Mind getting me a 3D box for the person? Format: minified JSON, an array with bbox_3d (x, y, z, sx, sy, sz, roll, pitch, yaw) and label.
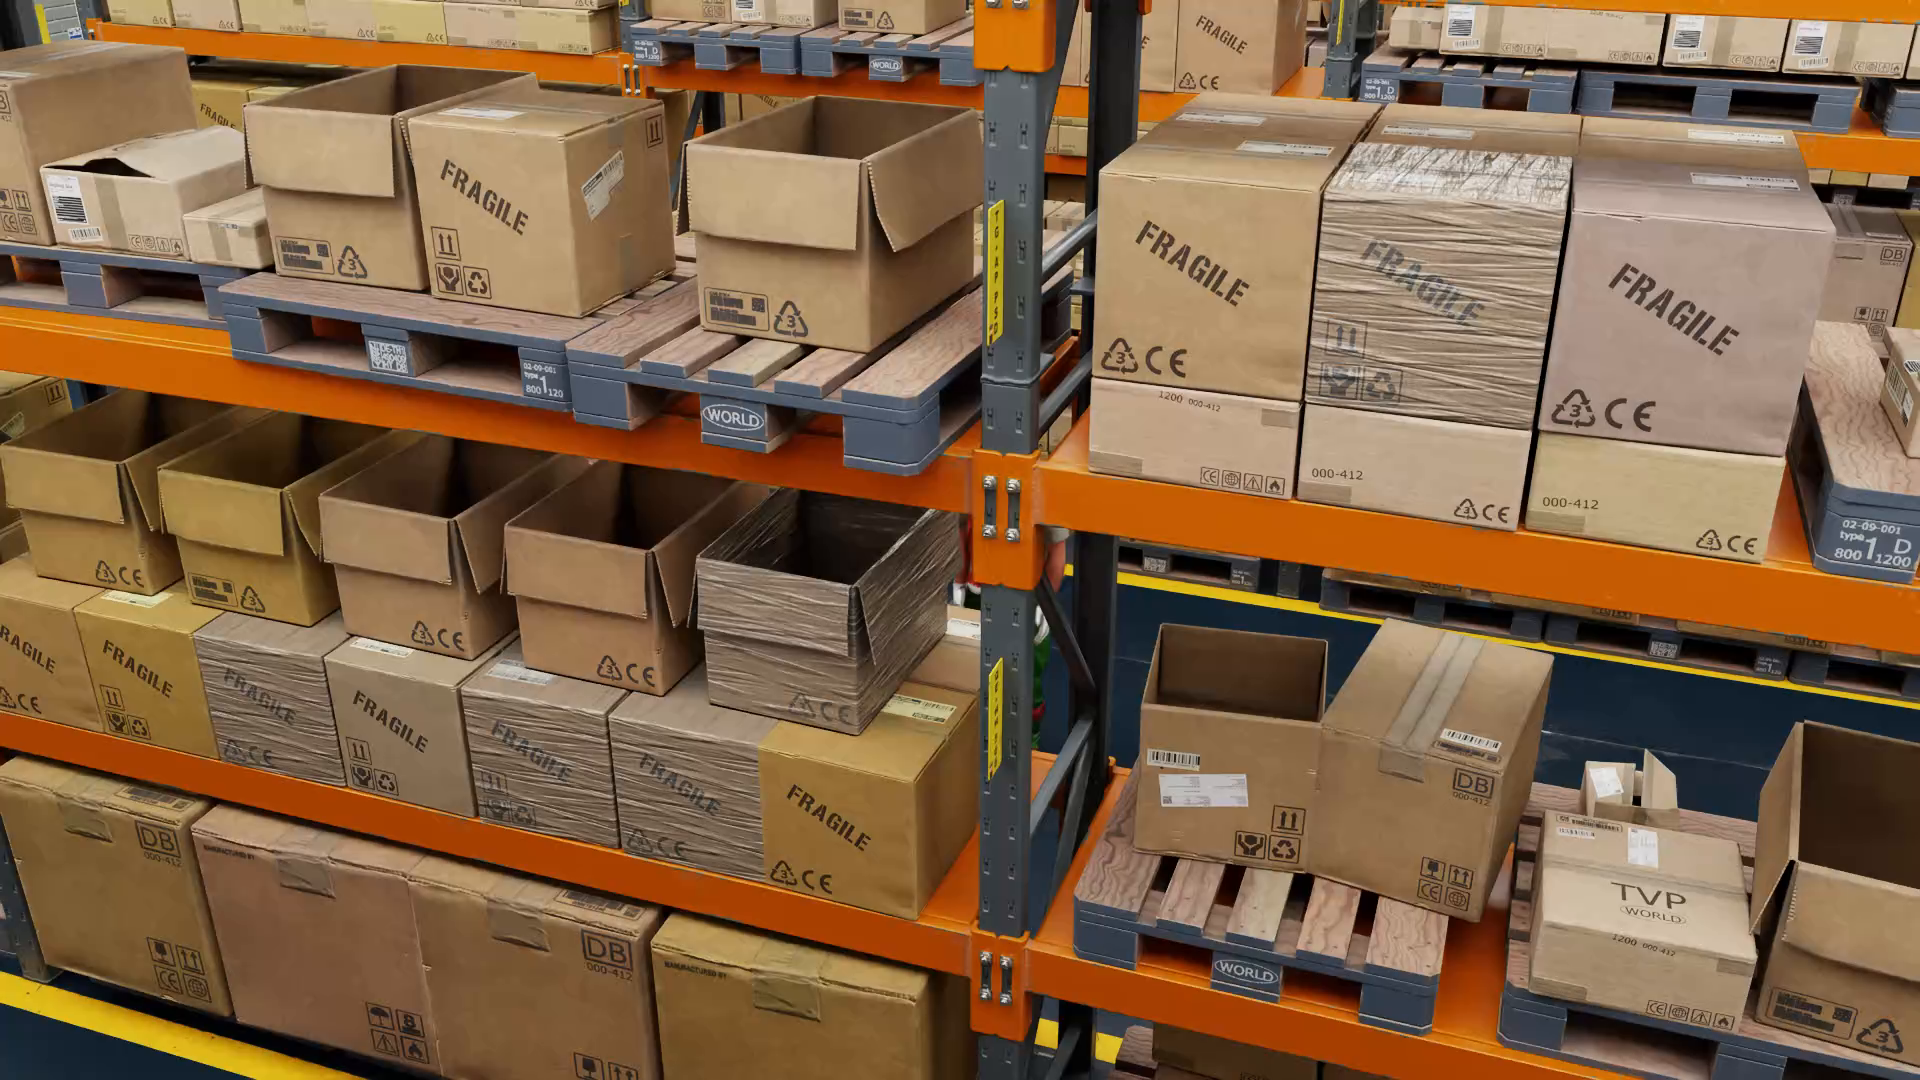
[{"bbox_3d":[0.216,0.276,7.674,0.547,1.724,0.477,9,27,19],"label":"person"}]
